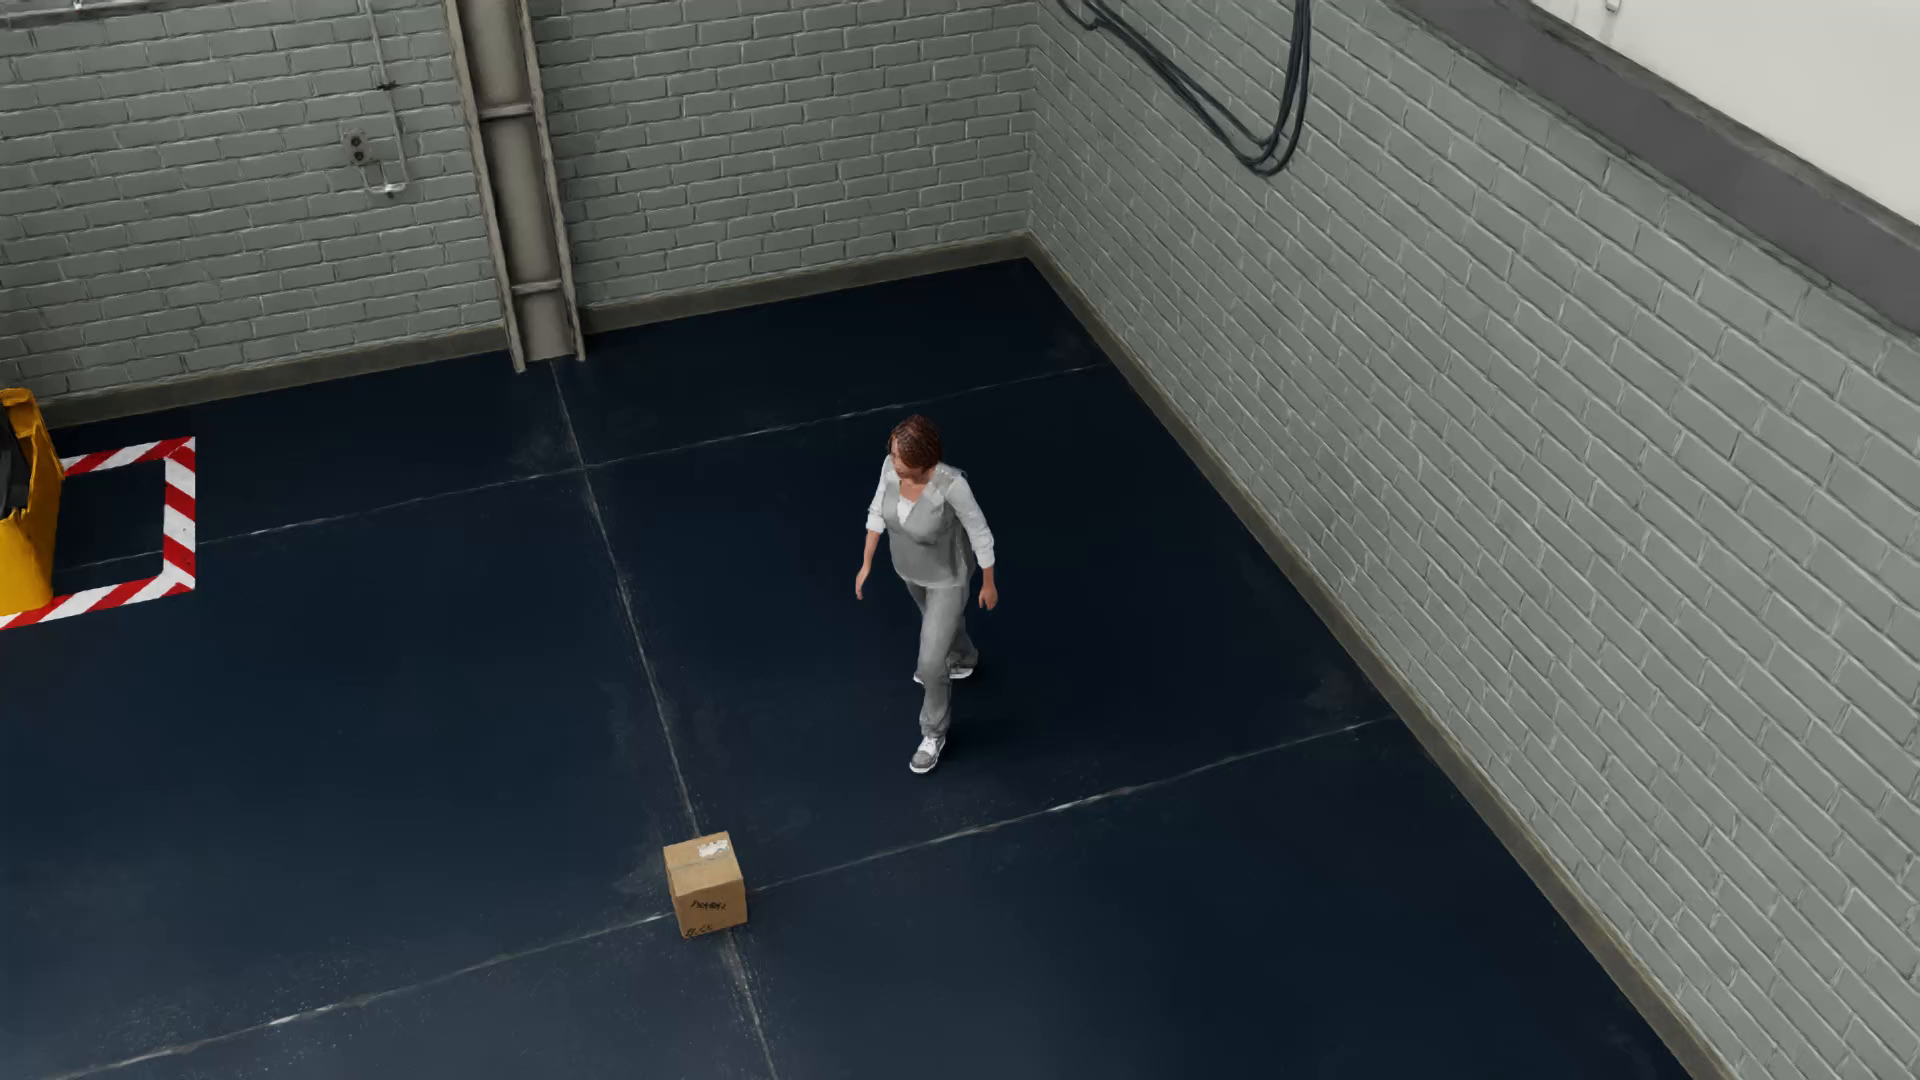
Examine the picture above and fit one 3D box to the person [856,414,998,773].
[{"bbox_3d":[-0.112,0.138,6.635,0.522,1.543,0.657,30,47,33],"label":"person"}]
